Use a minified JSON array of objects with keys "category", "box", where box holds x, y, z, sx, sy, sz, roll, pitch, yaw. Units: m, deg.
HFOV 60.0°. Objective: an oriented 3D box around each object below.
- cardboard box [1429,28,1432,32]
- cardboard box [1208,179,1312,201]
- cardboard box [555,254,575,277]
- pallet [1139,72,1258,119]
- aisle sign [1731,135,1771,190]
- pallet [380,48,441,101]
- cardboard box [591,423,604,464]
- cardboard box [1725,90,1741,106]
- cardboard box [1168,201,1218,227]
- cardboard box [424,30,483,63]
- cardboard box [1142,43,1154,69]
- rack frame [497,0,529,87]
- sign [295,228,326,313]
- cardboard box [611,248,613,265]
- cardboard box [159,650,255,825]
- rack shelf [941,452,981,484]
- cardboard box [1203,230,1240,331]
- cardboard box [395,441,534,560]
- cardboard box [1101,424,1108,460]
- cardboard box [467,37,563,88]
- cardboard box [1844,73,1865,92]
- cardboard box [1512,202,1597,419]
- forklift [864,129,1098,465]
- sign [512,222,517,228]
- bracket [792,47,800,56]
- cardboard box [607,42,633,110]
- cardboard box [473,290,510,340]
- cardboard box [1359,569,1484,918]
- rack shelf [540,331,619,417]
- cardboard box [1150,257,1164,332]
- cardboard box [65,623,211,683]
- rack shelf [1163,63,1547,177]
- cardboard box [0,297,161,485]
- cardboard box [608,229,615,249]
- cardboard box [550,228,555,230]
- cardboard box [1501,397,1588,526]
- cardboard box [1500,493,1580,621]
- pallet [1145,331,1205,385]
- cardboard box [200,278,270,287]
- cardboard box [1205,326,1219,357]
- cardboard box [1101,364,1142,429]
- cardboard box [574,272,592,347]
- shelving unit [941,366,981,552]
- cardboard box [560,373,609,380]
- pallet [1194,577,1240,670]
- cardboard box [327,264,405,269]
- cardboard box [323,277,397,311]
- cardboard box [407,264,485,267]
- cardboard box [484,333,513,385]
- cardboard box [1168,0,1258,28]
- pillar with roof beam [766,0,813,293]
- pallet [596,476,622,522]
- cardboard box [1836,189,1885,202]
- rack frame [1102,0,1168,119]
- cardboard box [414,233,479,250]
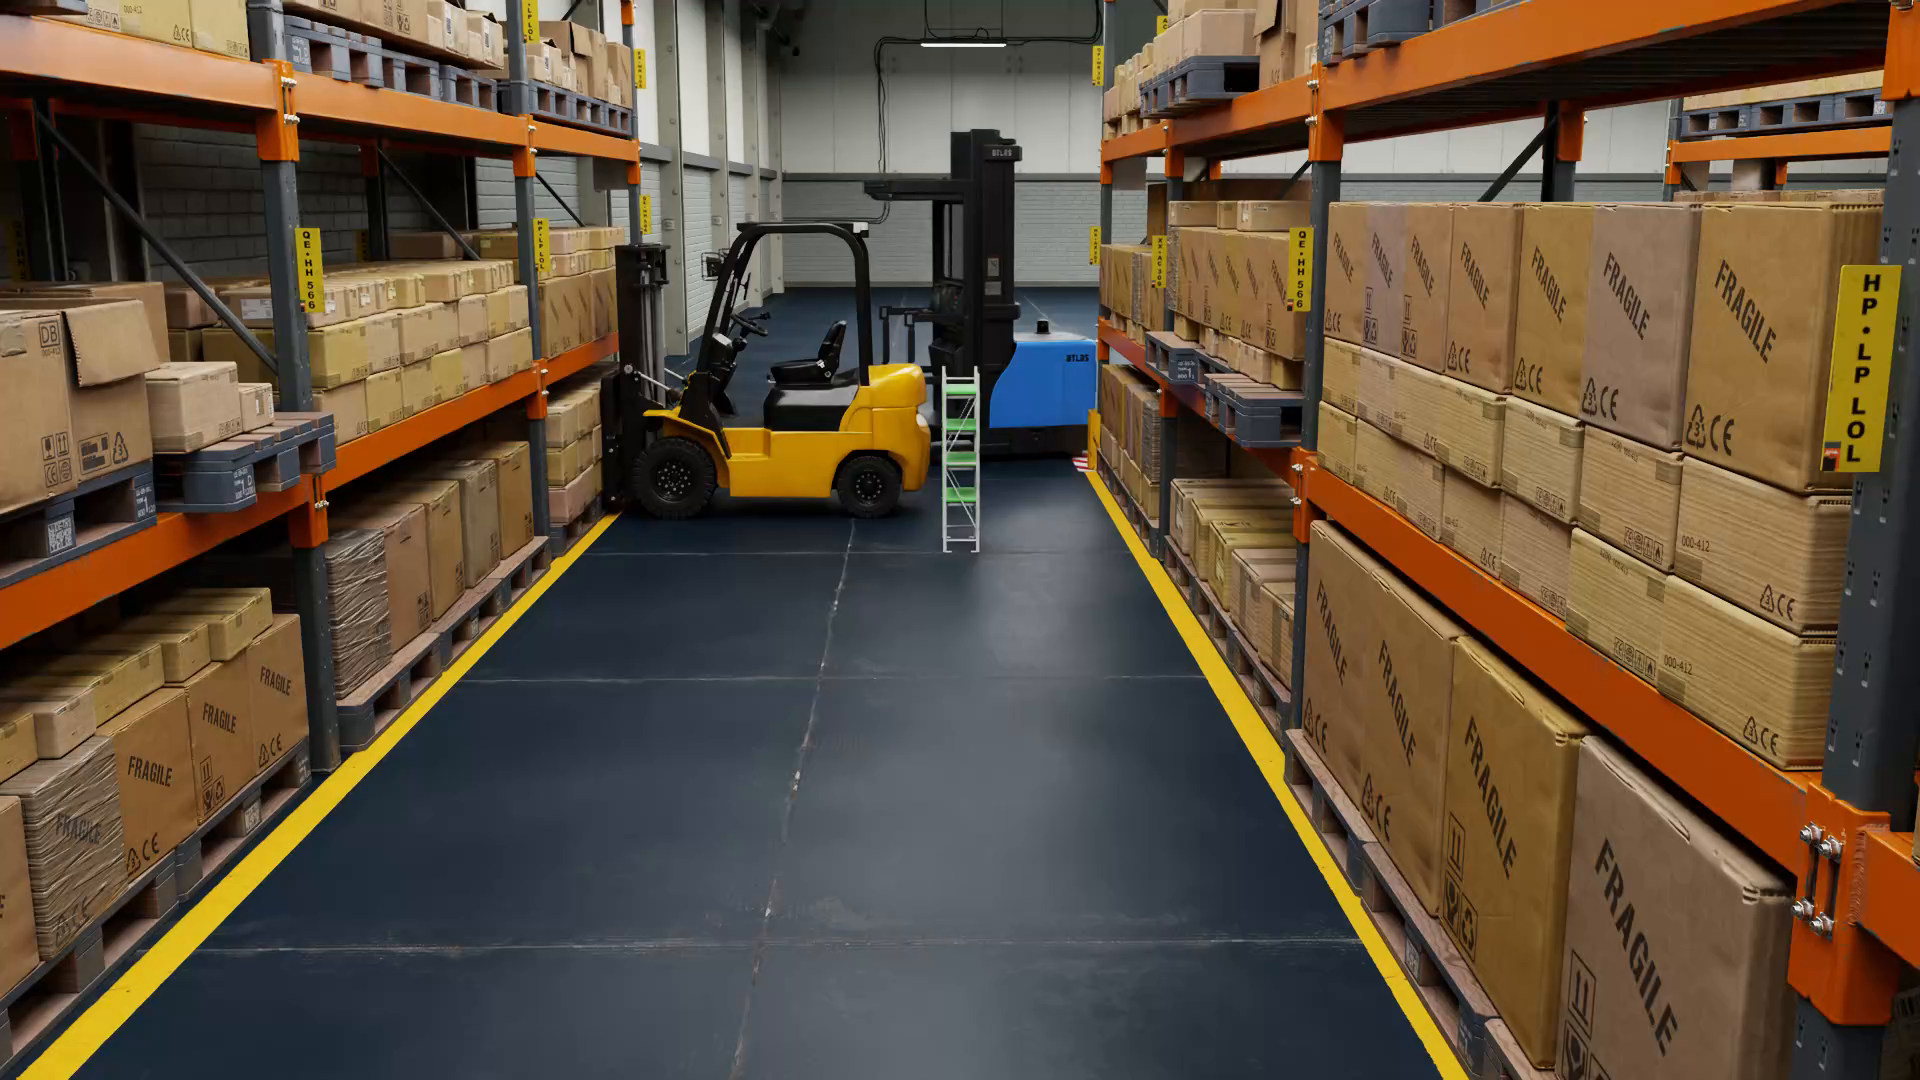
[{"category":"cardboard box","box":[2.043,-2.057,6.949,0.396,0.266,0.258,0,11,-1]},{"category":"cardboard box","box":[2.010,-2.107,10.888,0.700,0.500,0.500,0,11,-2]},{"category":"cardboard box","box":[-2.875,-1.897,11.482,0.380,0.149,0.250,0,11,0]},{"category":"pallet","box":[1.708,-2.589,9.704,1.213,0.211,1.003,0,11,-1]},{"category":"aisle sign","box":[6.965,-3.459,14.527,0.394,0.787,0.004,0,11,-1]},{"category":"pallet","box":[-3.207,-2.252,8.047,1.003,0.211,1.213,0,11,1]},{"category":"cardboard box","box":[-2.873,-0.714,12.135,0.500,0.250,0.500,0,11,-2]},{"category":"cardboard box","box":[6.369,-3.551,13.299,0.380,0.149,0.250,0,11,-1]},{"category":"cardboard box","box":[1.458,-1.958,9.977,0.380,0.149,0.250,0,11,-1]},{"category":"cardboard box","box":[-2.834,-2.697,9.091,0.380,0.149,0.250,0,11,-1]},{"category":"cardboard box","box":[1.443,-3.288,11.306,0.380,0.149,0.250,0,11,1]},{"category":"rack frame","box":[-3.161,-4.253,9.890,1.000,3.000,0.127,0,11,-1]},{"category":"sign","box":[-2.536,-1.051,6.481,0.100,0.325,0.005,0,11,-1]},{"category":"cardboard box","box":[-2.983,-2.255,13.249,0.380,0.149,0.250,0,11,-2]},{"category":"cardboard box","box":[-2.854,0.684,5.874,0.500,0.500,0.500,0,11,-2]},{"category":"rack shelf","box":[0.003,-0.492,11.290,0.258,0.148,0.480,0,11,-1]},{"category":"cardboard box","box":[1.554,-1.340,8.566,0.500,0.500,0.500,-1,11,-3]},{"category":"cardboard box","box":[-3.139,-0.251,10.170,0.875,0.625,0.625,0,11,1]},{"category":"cardboard box","box":[1.460,-0.826,13.946,0.500,0.250,0.500,0,11,-2]},{"category":"cardboard box","box":[-2.934,-3.161,10.966,0.500,0.311,0.500,0,11,0]},{"category":"cardboard box","box":[6.404,-3.200,11.566,0.380,0.149,0.250,0,11,-1]},{"category":"cardboard box","box":[1.698,-0.574,4.080,0.500,0.500,0.500,0,11,1]},{"category":"forklift","box":[-0.307,-2.215,15.107,3.031,2.935,1.130,-3,12,-15]},{"category":"sign","box":[-3.798,-2.570,14.307,0.100,0.325,0.005,0,11,-1]},{"category":"bracket","box":[-4.452,-13.189,44.882,0.235,0.232,0.430,0,11,-1]},{"category":"cardboard box","box":[-2.990,-3.795,13.618,0.500,0.500,0.500,0,11,1]},{"category":"cardboard box","box":[-2.877,-1.286,9.472,0.500,0.250,0.500,-1,11,-3]},{"category":"cardboard box","box":[1.830,0.611,5.289,0.875,0.875,0.875,0,11,0]},{"category":"rack shelf","box":[-3.202,-1.358,12.518,1.077,0.370,4.000,0,11,-1]},{"category":"cardboard box","box":[1.544,-1.616,10.982,0.500,0.500,0.500,-1,11,-3]},{"category":"cardboard box","box":[-2.816,0.387,5.705,0.380,0.149,0.250,-1,11,-3]},{"category":"rack shelf","box":[1.843,-2.054,8.405,1.077,0.370,4.000,0,11,-1]},{"category":"cardboard box","box":[-2.859,-0.451,4.920,0.797,0.503,0.637,-1,11,-2]},{"category":"cardboard box","box":[-2.909,-2.349,12.960,0.380,0.149,0.250,0,11,0]},{"category":"cardboard box","box":[-3.459,-2.449,13.453,0.380,0.149,0.250,0,11,0]},{"category":"cardboard box","box":[1.681,-0.204,4.142,0.500,0.250,0.500,0,11,0]},{"category":"cardboard box","box":[1.705,0.040,4.196,0.500,0.250,0.500,-1,11,-3]},{"category":"pallet","box":[1.672,-1.088,9.858,1.003,0.211,1.213,0,11,-1]},{"category":"cardboard box","box":[-3.351,-1.153,7.814,0.380,0.149,0.250,0,11,-1]},{"category":"cardboard box","box":[1.497,-1.046,8.749,0.380,0.149,0.250,0,11,1]},{"category":"cardboard box","box":[1.461,-1.189,13.848,0.500,0.500,0.500,-1,11,-3]},{"category":"cardboard box","box":[-2.948,-1.655,11.923,0.500,0.500,0.500,0,11,-2]},{"category":"shelving unit","box":[0.003,-0.555,11.278,0.258,1.200,0.503,0,11,-1]},{"category":"cardboard box","box":[-2.885,-1.164,13.099,0.500,0.250,0.500,0,11,0]},{"category":"pallet","box":[1.848,0.430,8.907,1.003,0.211,1.213,0,11,-1]},{"category":"cardboard box","box":[-3.410,-1.506,9.555,0.380,0.149,0.250,0,11,-1]},{"category":"cardboard box","box":[-2.881,-1.155,7.826,0.380,0.149,0.250,0,11,-1]},{"category":"cardboard box","box":[-2.956,-1.513,9.589,0.380,0.149,0.250,0,11,-1]},{"category":"cardboard box","box":[-2.873,-1.041,9.521,0.500,0.250,0.500,0,11,-1]},{"category":"cardboard box","box":[1.434,-2.965,9.147,0.500,0.250,0.500,0,11,-2]},{"category":"pillar with roof beam","box":[-0.446,-10.887,42.591,9.100,9.000,0.548,0,11,-1]},{"category":"pallet","box":[-3.163,-0.348,12.743,1.003,0.211,1.213,0,11,-1]},{"category":"cardboard box","box":[6.648,-2.160,11.567,0.875,0.550,0.550,0,11,-1]},{"category":"rack frame","box":[1.719,-5.069,13.914,1.000,3.000,0.127,0,11,-1]},{"category":"cardboard box","box":[-3.452,-1.991,11.195,0.380,0.149,0.250,0,11,-2]}]
